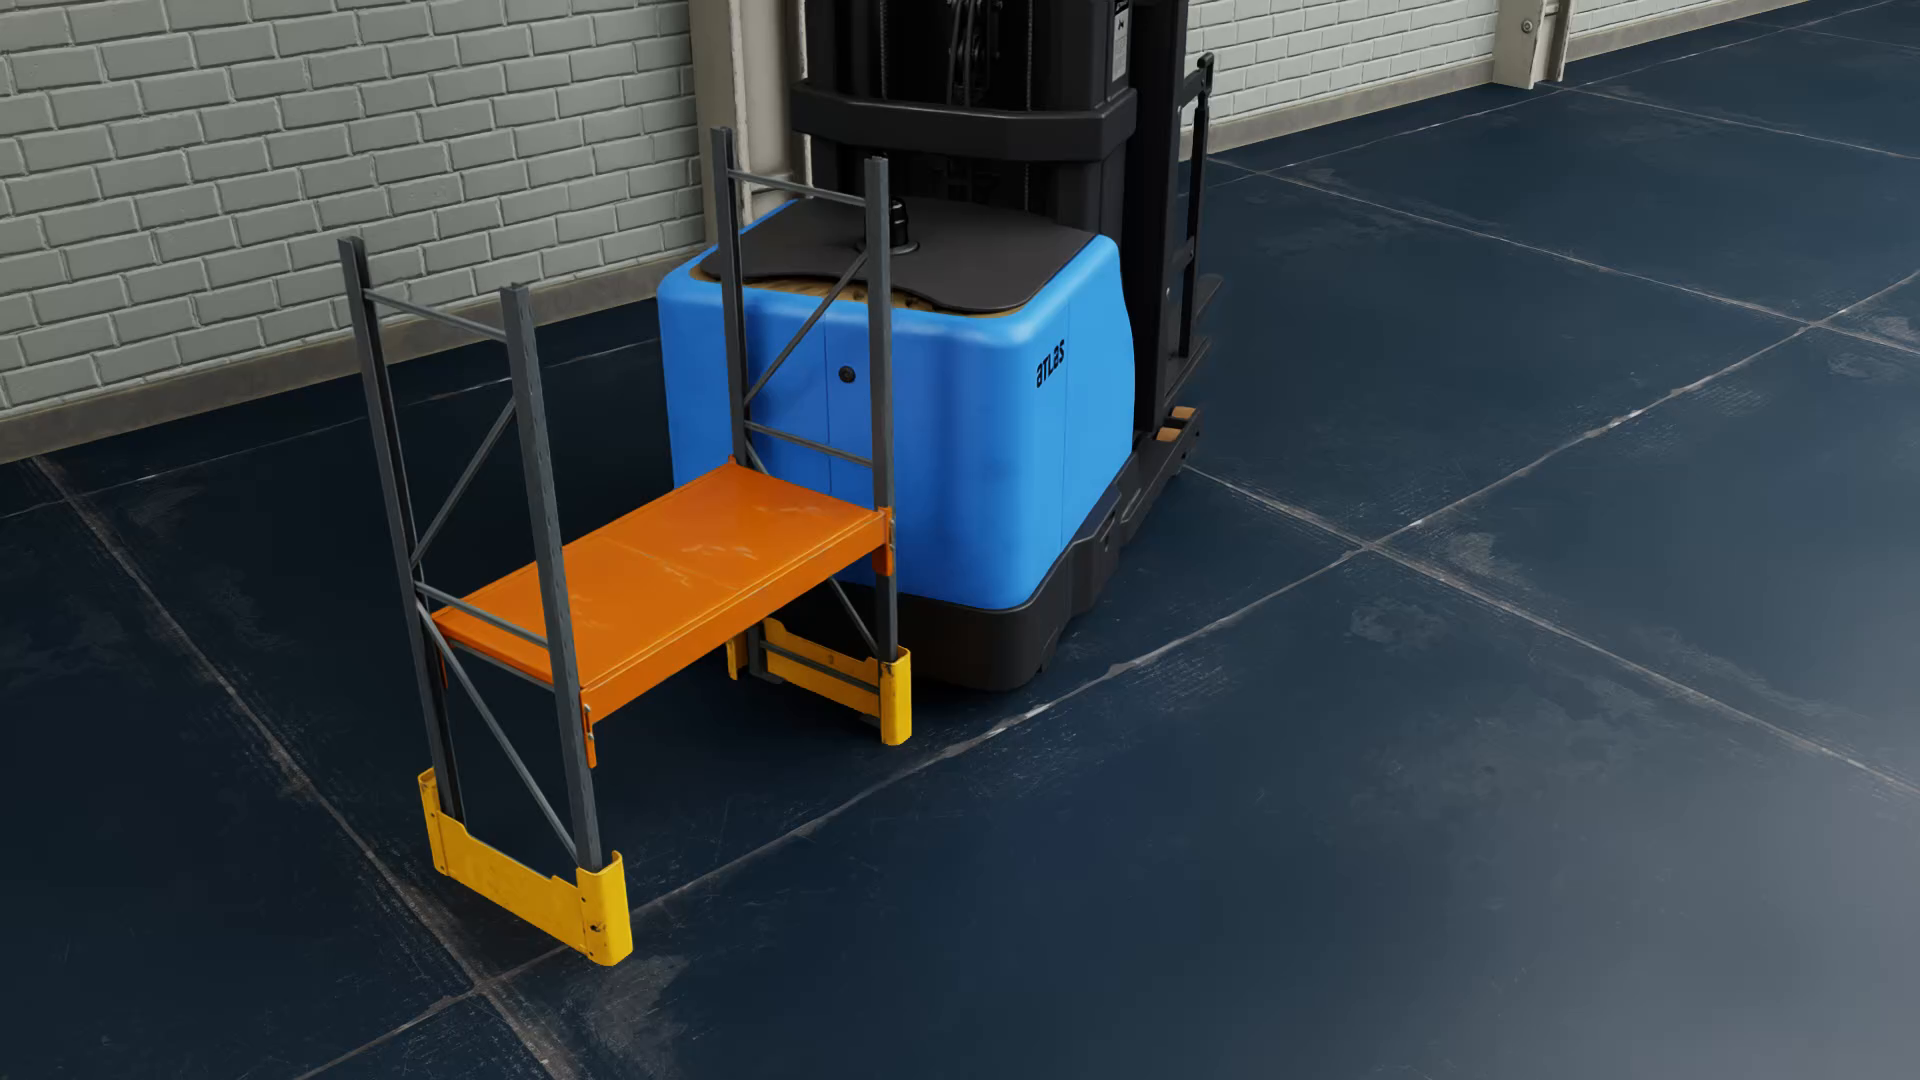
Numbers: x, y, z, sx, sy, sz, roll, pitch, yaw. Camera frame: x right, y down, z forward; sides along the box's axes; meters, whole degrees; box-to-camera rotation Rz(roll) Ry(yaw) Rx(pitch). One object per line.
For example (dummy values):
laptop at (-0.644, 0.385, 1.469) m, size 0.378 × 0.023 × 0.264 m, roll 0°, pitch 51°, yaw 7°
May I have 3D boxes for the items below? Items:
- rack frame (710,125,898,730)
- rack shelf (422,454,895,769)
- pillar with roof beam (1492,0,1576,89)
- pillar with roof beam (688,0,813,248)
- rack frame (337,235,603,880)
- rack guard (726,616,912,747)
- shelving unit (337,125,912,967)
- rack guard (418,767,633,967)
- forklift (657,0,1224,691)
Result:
rack frame at (-0.368, -0.232, 4.093) m, size 0.500 × 1.500 × 0.032 m, roll 19°, pitch 33°, yaw 31°
rack shelf at (-0.665, 0.121, 3.813) m, size 0.538 × 0.185 × 1.000 m, roll 19°, pitch 33°, yaw 31°
pillar with roof beam at (6.486, -5.427, 5.858) m, size 0.400 × 9.000 × 9.100 m, roll -22°, pitch 35°, yaw -35°
pillar with roof beam at (1.921, -3.592, 2.423) m, size 0.400 × 9.000 × 9.100 m, roll -22°, pitch 35°, yaw -35°
rack frame at (-0.961, 0.157, 3.364) m, size 0.500 × 1.500 × 0.032 m, roll 19°, pitch 33°, yaw 31°
rack guard at (-0.379, 0.327, 4.373) m, size 0.587 × 0.250 × 0.087 m, roll 19°, pitch 33°, yaw 31°
shelving unit at (-0.670, -0.034, 3.722) m, size 0.587 × 1.500 × 1.083 m, roll 19°, pitch 33°, yaw 31°
rack guard at (-0.961, 0.708, 3.660) m, size 0.587 × 0.250 × 0.087 m, roll 19°, pitch 33°, yaw 31°
forklift at (0.212, -1.572, 5.082) m, size 1.130 × 2.935 × 3.031 m, roll 10°, pitch 30°, yaw 19°
